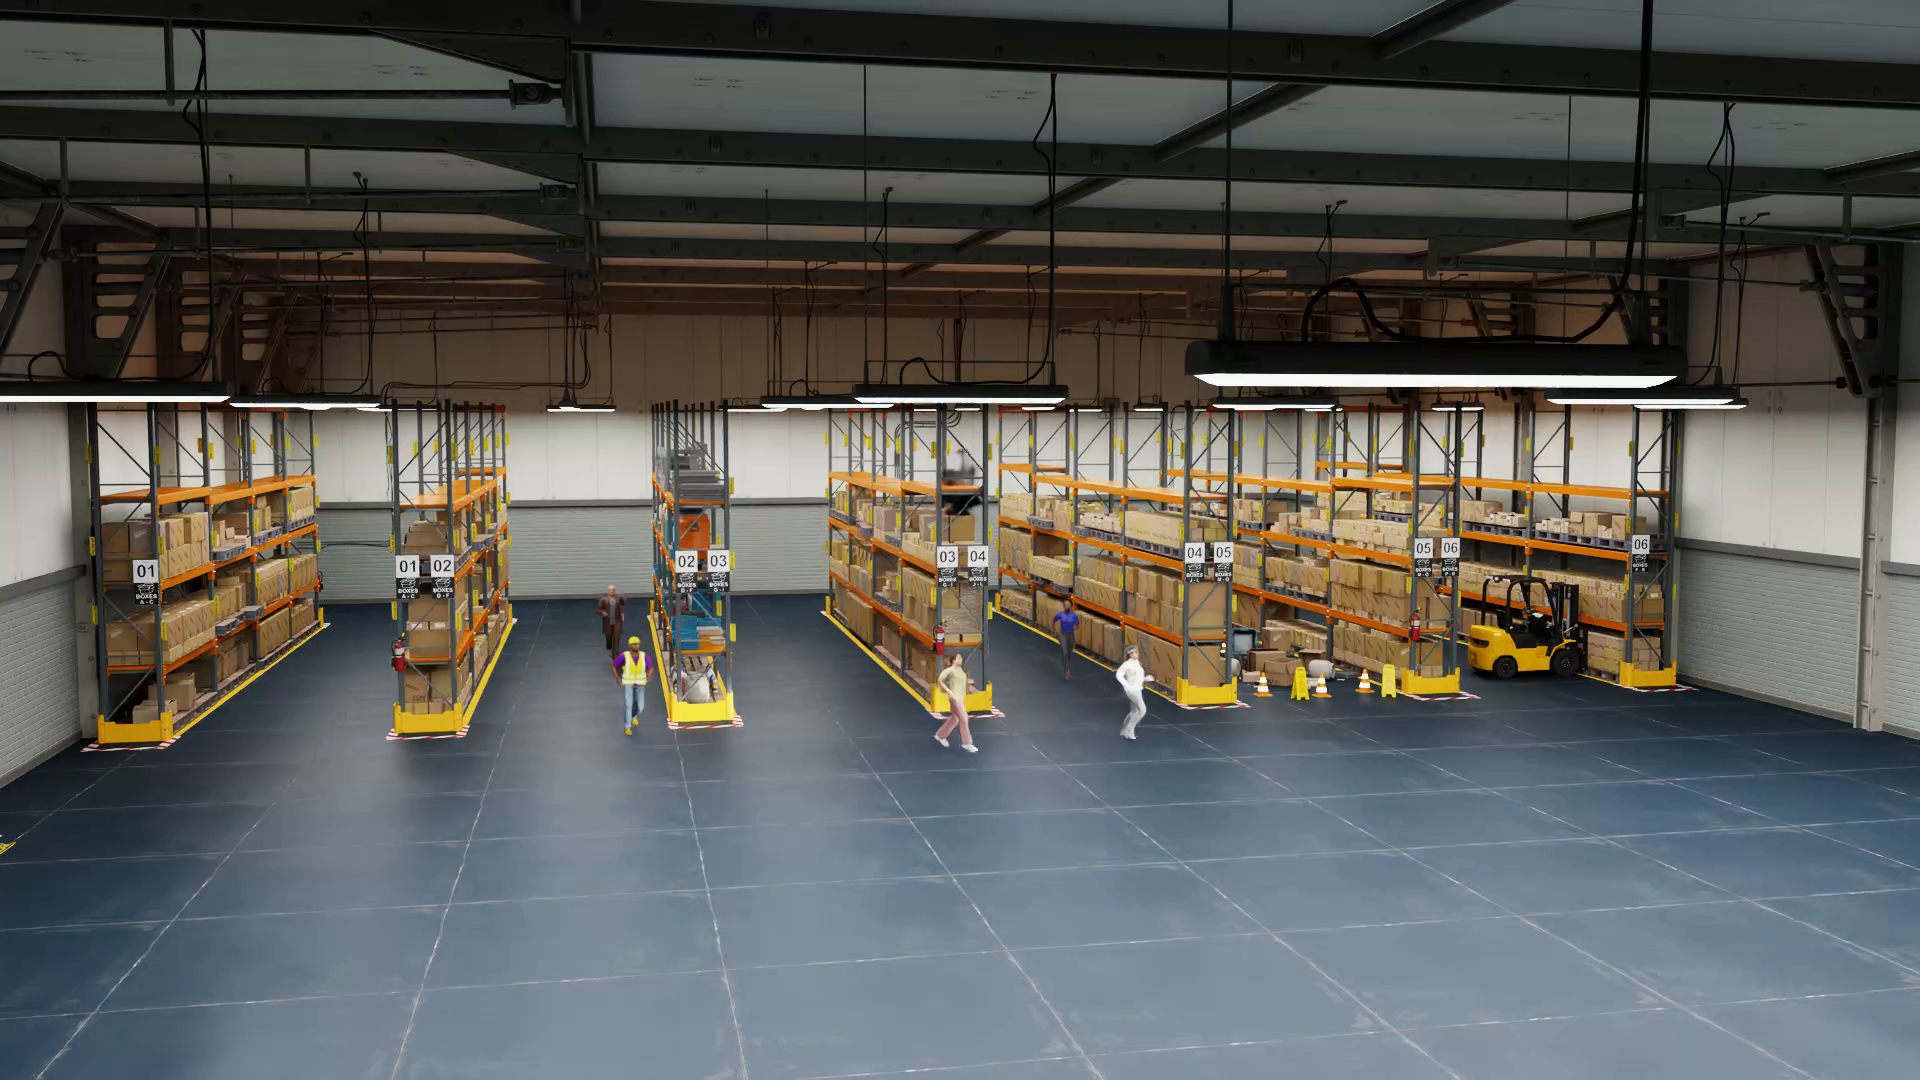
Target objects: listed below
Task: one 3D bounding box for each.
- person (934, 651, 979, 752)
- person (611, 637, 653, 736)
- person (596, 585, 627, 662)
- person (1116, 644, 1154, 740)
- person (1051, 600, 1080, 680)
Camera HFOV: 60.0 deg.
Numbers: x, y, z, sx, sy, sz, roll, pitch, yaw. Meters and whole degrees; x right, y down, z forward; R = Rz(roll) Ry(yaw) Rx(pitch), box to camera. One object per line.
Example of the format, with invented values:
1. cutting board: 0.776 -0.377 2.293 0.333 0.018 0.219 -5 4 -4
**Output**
1. person: -0.061 2.731 28.300 0.850 1.688 0.571 2 5 20
2. person: -5.888 2.610 30.024 0.754 1.723 0.870 -2 5 -23
3. person: -8.033 1.931 38.406 0.712 1.776 1.037 -1 4 -15
4. person: 3.096 2.679 29.264 0.616 1.692 0.596 2 5 26
5. person: 2.320 2.146 36.253 0.580 1.667 0.913 -1 4 -14
